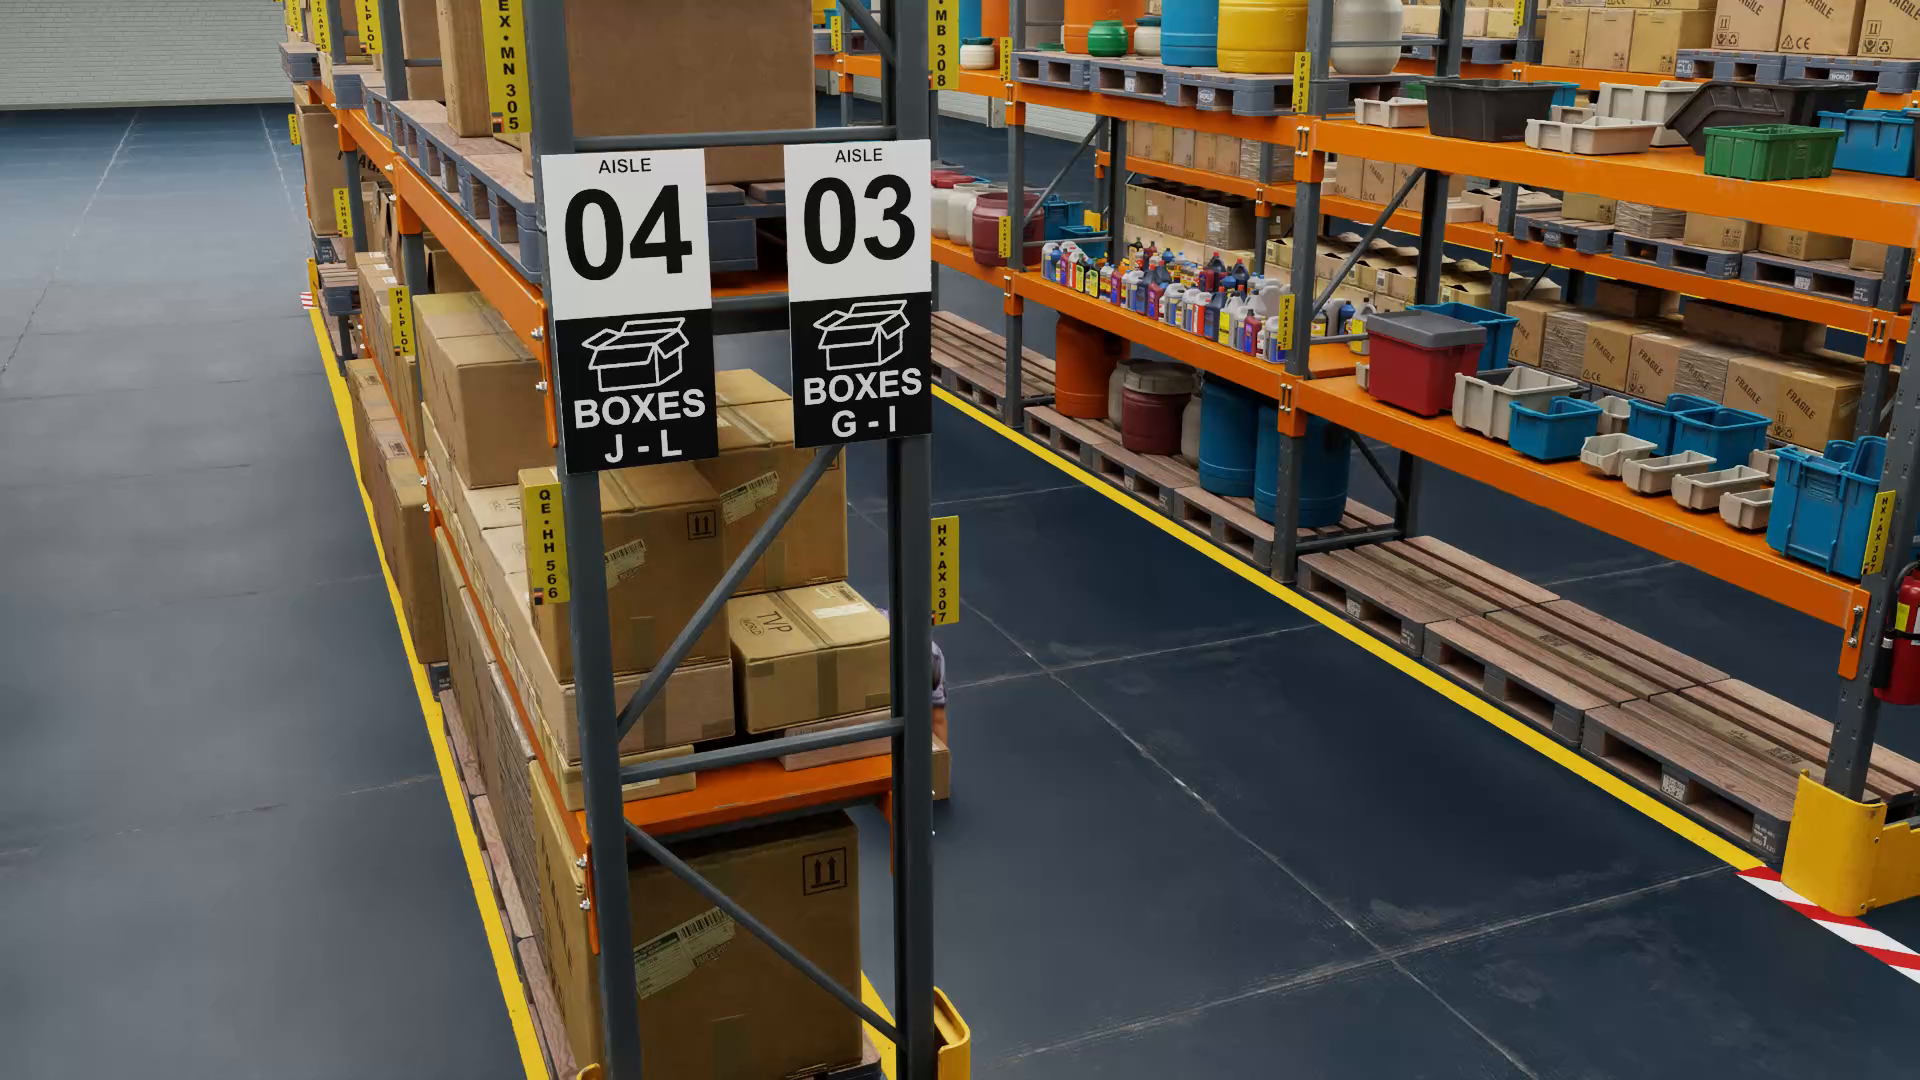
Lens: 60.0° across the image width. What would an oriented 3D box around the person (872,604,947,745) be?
[{"bbox_3d":[-0.344,0.737,7.881,0.499,0.744,0.902,-9,21,-23],"label":"person"}]
